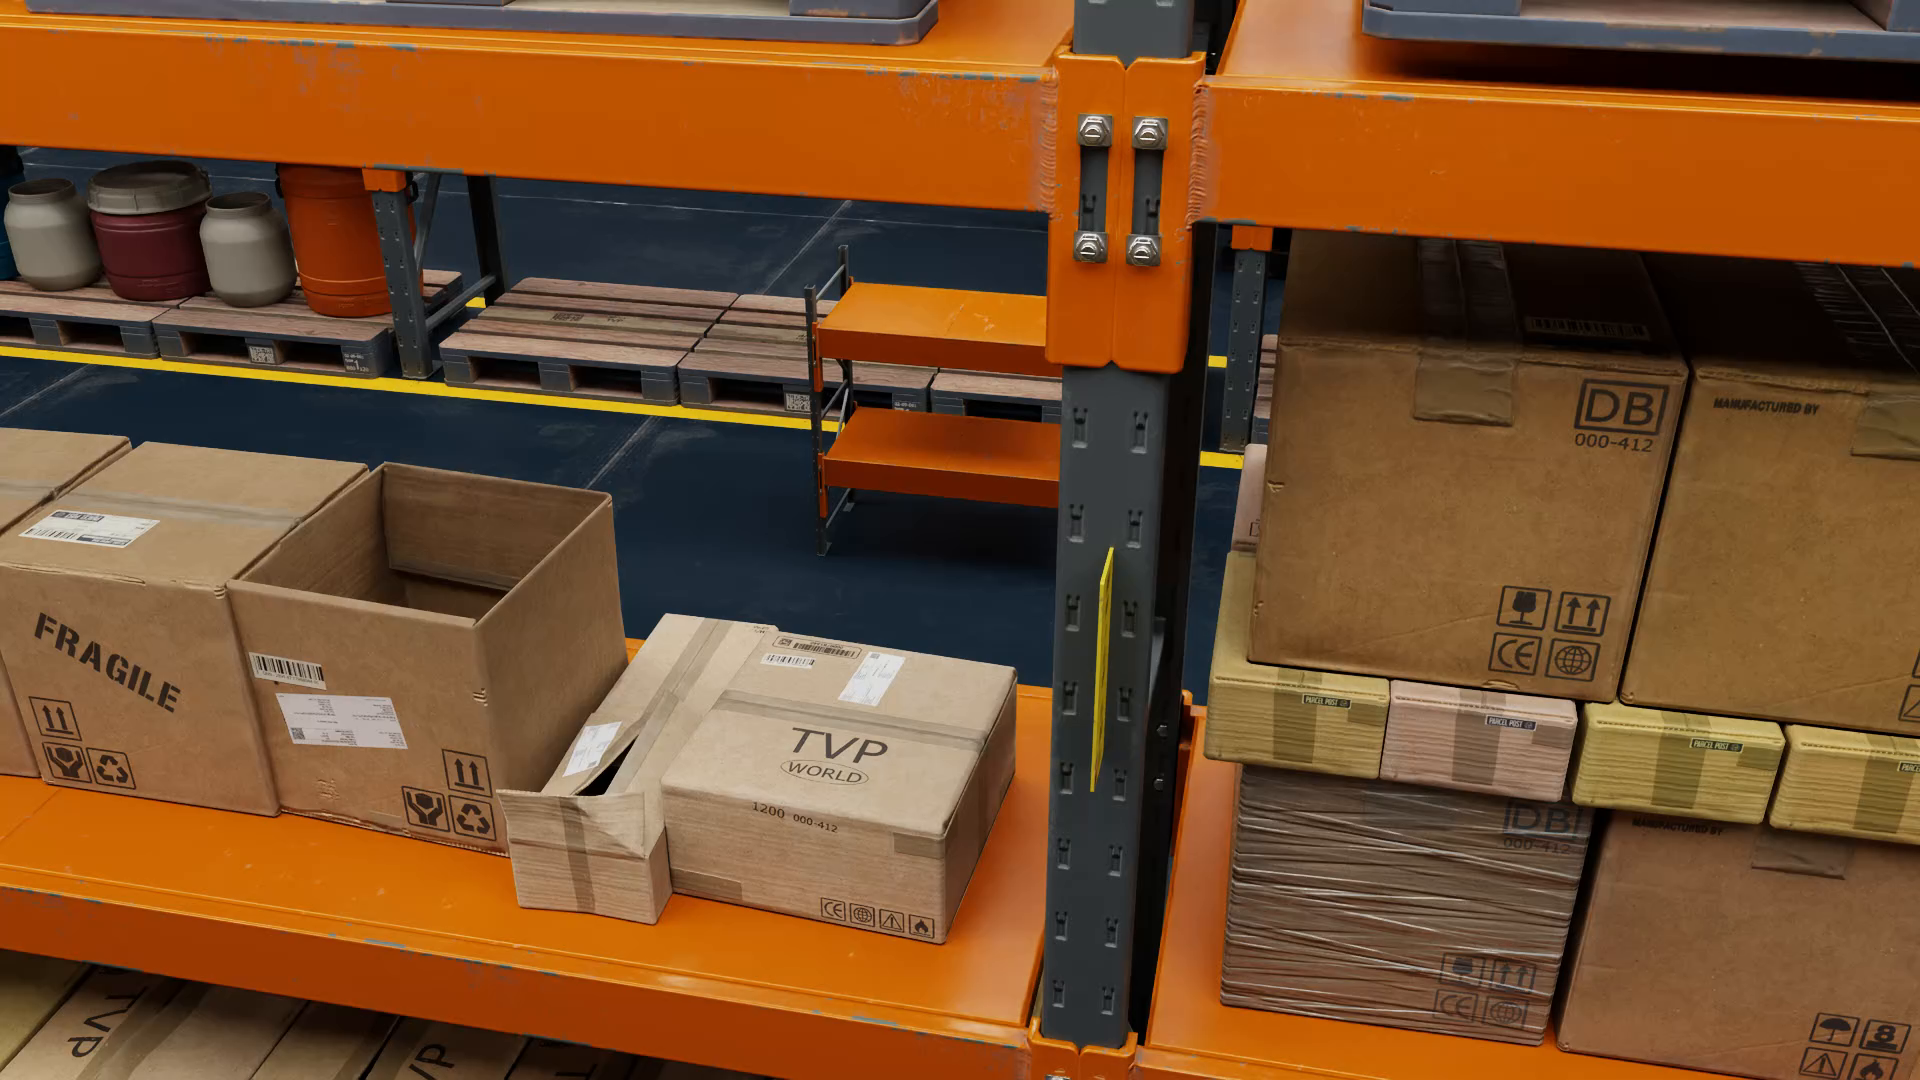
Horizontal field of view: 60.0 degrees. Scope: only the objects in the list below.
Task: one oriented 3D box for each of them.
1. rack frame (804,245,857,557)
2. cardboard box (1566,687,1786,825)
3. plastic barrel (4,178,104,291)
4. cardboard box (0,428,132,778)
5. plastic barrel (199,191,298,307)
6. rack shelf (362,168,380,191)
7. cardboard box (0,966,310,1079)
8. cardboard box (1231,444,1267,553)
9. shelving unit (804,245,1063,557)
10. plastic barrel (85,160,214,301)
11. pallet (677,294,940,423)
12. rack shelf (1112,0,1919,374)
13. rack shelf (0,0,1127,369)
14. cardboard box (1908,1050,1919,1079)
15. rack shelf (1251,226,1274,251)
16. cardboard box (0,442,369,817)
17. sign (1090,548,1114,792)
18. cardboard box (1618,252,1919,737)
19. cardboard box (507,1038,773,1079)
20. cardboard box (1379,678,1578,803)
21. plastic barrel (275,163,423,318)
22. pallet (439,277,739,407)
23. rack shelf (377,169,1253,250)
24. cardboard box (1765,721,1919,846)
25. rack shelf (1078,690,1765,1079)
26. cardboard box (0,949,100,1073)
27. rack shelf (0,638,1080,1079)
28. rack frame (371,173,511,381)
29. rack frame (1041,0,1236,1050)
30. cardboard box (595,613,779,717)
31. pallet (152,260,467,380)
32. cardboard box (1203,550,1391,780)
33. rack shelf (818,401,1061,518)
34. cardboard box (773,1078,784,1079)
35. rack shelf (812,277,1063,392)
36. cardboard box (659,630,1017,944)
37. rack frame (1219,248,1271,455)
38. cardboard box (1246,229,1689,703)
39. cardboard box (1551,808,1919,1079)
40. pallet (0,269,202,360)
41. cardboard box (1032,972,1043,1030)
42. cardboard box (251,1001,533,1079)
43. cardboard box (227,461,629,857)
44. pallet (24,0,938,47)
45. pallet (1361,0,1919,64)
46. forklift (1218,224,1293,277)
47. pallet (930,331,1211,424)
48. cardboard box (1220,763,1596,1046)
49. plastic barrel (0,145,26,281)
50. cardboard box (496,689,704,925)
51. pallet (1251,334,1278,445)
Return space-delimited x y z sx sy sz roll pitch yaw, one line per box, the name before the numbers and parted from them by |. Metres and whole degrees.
rack frame | -0.504 -0.545 6.574 0.032 1.125 0.500 6 29 11
cardboard box | 1.011 0.230 2.427 0.250 0.149 0.380 5 29 9
plastic barrel | -4.740 -1.599 8.700 0.421 0.512 0.421 0 29 0
cardboard box | -1.977 0.106 3.329 0.500 0.500 0.500 4 29 8
plastic barrel | -3.636 -1.486 8.493 0.421 0.512 0.421 0 29 0
rack shelf | -4.539 -2.222 8.434 4.000 0.370 1.077 6 29 11
cardboard box | -1.654 1.107 3.445 0.500 0.311 0.500 5 29 10
cardboard box | 0.601 -0.012 2.868 0.250 0.149 0.380 6 29 11
shelving unit | -0.007 -0.494 6.481 1.048 1.125 0.538 6 29 11
plastic barrel | -4.169 -1.618 8.655 0.708 0.588 0.600 6 29 11
pallet | -0.644 -0.894 8.164 1.213 0.211 1.003 6 29 11
rack shelf | 2.247 -0.410 2.000 4.000 0.370 1.077 6 29 11
rack shelf | -1.665 -0.811 2.733 4.000 0.370 1.077 6 29 11
cardboard box | 1.733 0.490 2.628 0.500 0.500 0.700 6 29 11
rack shelf | 3.285 -1.420 6.969 4.000 0.370 1.077 6 29 11
cardboard box | -1.462 0.158 3.233 0.500 0.500 0.500 6 29 11
sign | 0.187 0.173 2.188 0.005 0.325 0.100 6 29 11
cardboard box | 1.220 -0.131 2.411 0.500 0.500 0.700 6 29 10
cardboard box | -0.675 1.211 3.257 0.500 0.311 0.500 7 29 12
cardboard box | 0.759 0.205 2.473 0.250 0.149 0.380 6 29 11
plastic barrel | -3.065 -1.610 8.390 0.708 0.830 0.600 6 29 11
pallet | -1.833 -1.018 8.389 1.213 0.211 1.003 6 29 11
rack shelf | -0.627 -1.821 7.701 4.000 0.370 1.077 6 29 11
cardboard box | 1.268 0.255 2.380 0.250 0.149 0.380 6 29 10
rack shelf | 2.247 0.906 2.720 4.000 0.370 1.077 6 29 11
cardboard box | -2.156 1.056 3.539 0.500 0.311 0.500 5 29 9
rack shelf | -1.665 0.505 3.453 4.000 0.370 1.077 6 29 11
rack frame | -2.583 -2.337 7.895 0.127 3.000 1.000 6 29 11
rack frame | 0.290 0.392 2.911 0.053 2.616 0.949 6 29 11
cardboard box | -0.533 0.315 3.312 0.250 0.149 0.380 6 29 11
pallet | -3.363 -1.173 8.673 1.213 0.211 1.003 6 29 11
cardboard box | 0.513 0.180 2.519 0.250 0.149 0.380 6 29 10
rack shelf | -0.007 -0.280 6.599 1.000 0.278 0.538 6 29 11
cardboard box | -0.165 1.260 3.167 0.500 0.311 0.500 6 29 11
rack shelf | -0.007 -0.751 6.341 1.000 0.278 0.538 6 29 11
cardboard box | -0.200 0.427 3.003 0.500 0.250 0.500 8 30 14
rack frame | 1.329 -1.936 7.162 0.127 3.000 1.000 6 29 11
cardboard box | 0.726 -0.181 2.502 0.500 0.500 0.700 6 29 11
cardboard box | 1.243 0.438 2.723 0.500 0.500 0.700 6 29 10
pallet | -4.552 -1.297 8.899 1.213 0.211 1.003 6 29 11
cardboard box | -0.061 1.008 3.628 0.500 0.311 0.500 6 29 11
cardboard box | -1.163 1.160 3.350 0.500 0.311 0.500 6 29 10
cardboard box | -0.972 0.209 3.141 0.500 0.500 0.500 8 30 14
pallet | -0.575 -0.924 2.390 1.217 0.209 0.805 5 29 9
pallet | 1.130 -0.813 2.081 1.213 0.211 1.003 6 29 11
forklift | 2.064 -3.002 9.181 3.031 2.935 1.130 13 31 23
pallet | 0.553 -0.773 7.942 1.213 0.211 1.003 6 29 11
cardboard box | 0.726 0.388 2.814 0.500 0.500 0.700 5 29 9
plastic barrel | -5.274 -1.868 8.787 0.708 0.901 0.600 6 29 11
cardboard box | -0.607 0.447 2.950 0.258 0.266 0.396 5 29 9
pallet | 1.977 -0.626 7.673 1.213 0.211 1.003 6 29 11
